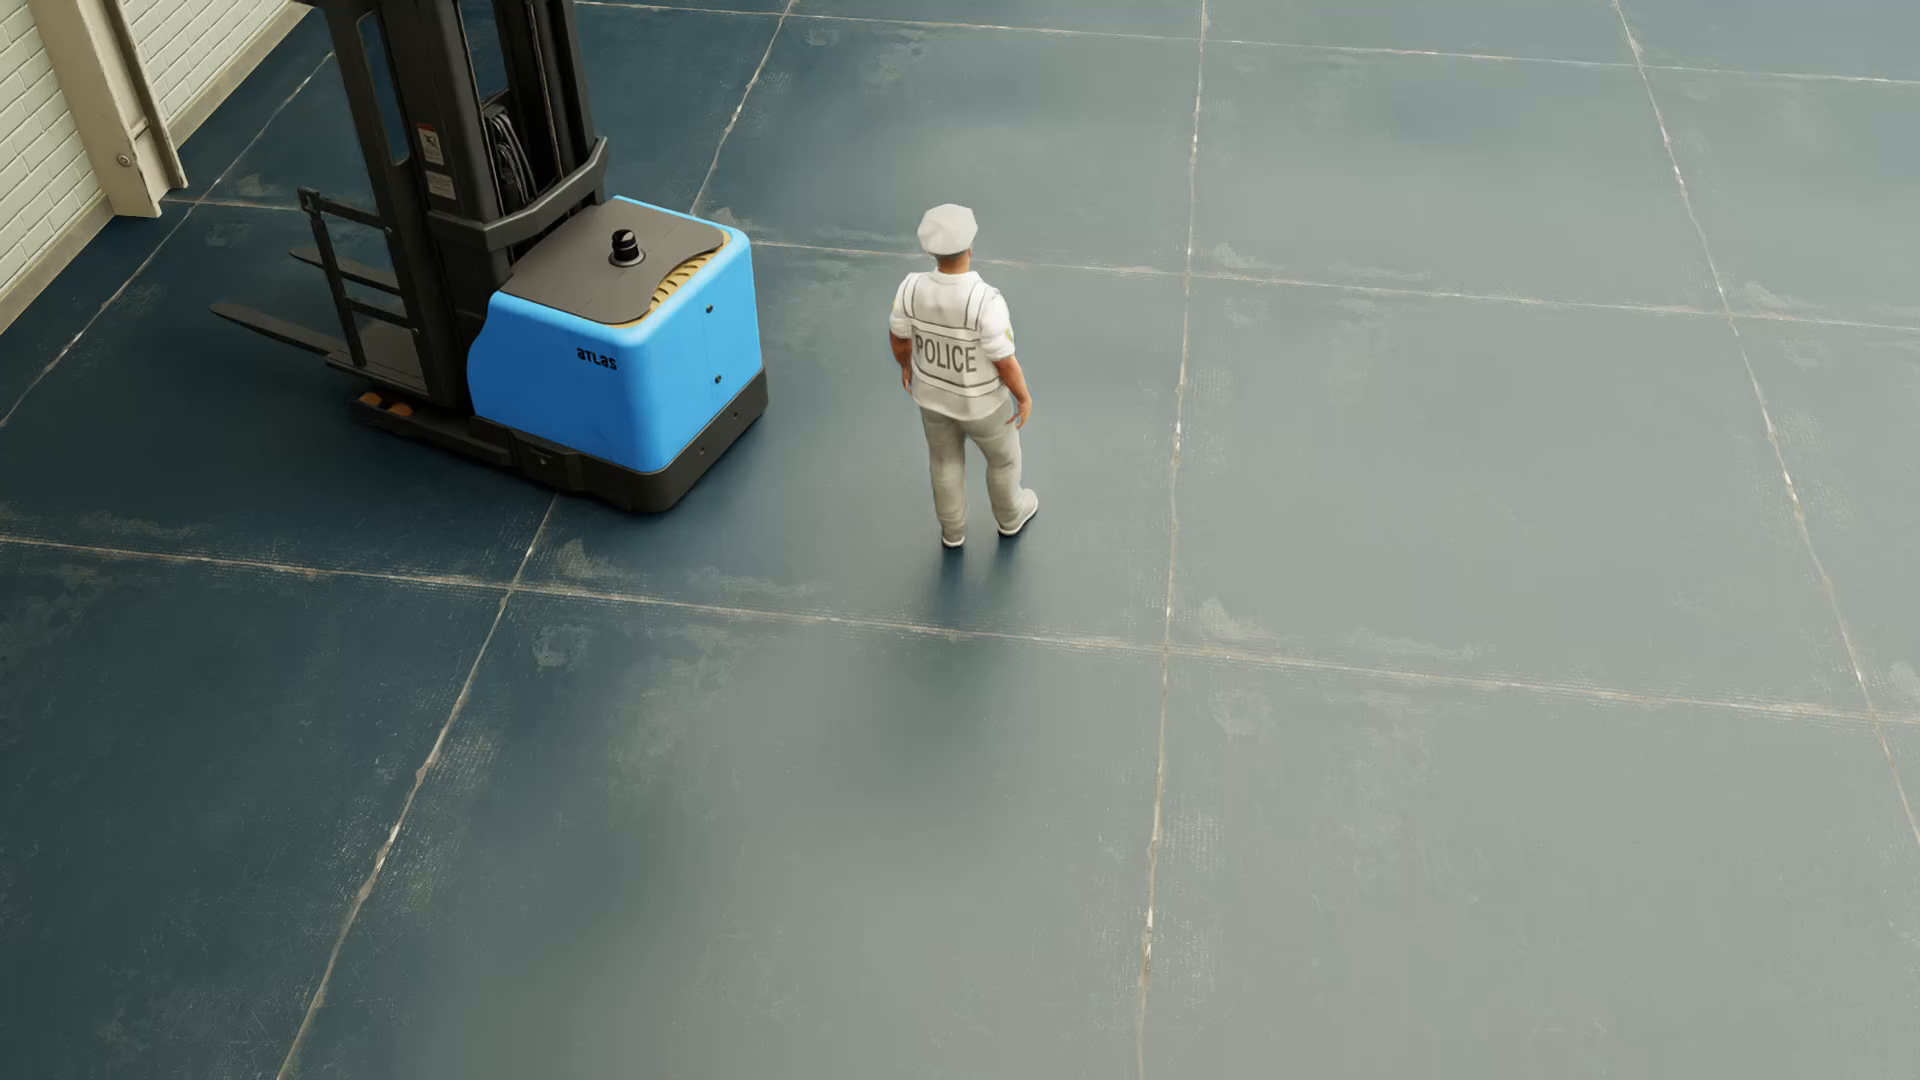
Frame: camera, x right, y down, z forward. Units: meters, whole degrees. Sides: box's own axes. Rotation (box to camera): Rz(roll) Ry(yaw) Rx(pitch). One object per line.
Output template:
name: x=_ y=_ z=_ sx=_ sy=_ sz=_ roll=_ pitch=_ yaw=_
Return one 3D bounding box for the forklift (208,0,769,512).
forklift: x=-2.537 y=-1.908 z=7.801 sx=3.031 sy=2.935 sz=1.130 roll=19 pitch=46 yaw=19

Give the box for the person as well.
person: x=0.049 y=-0.735 z=7.375 sx=0.648 sy=1.775 sz=0.607 roll=18 pitch=45 yaw=18
